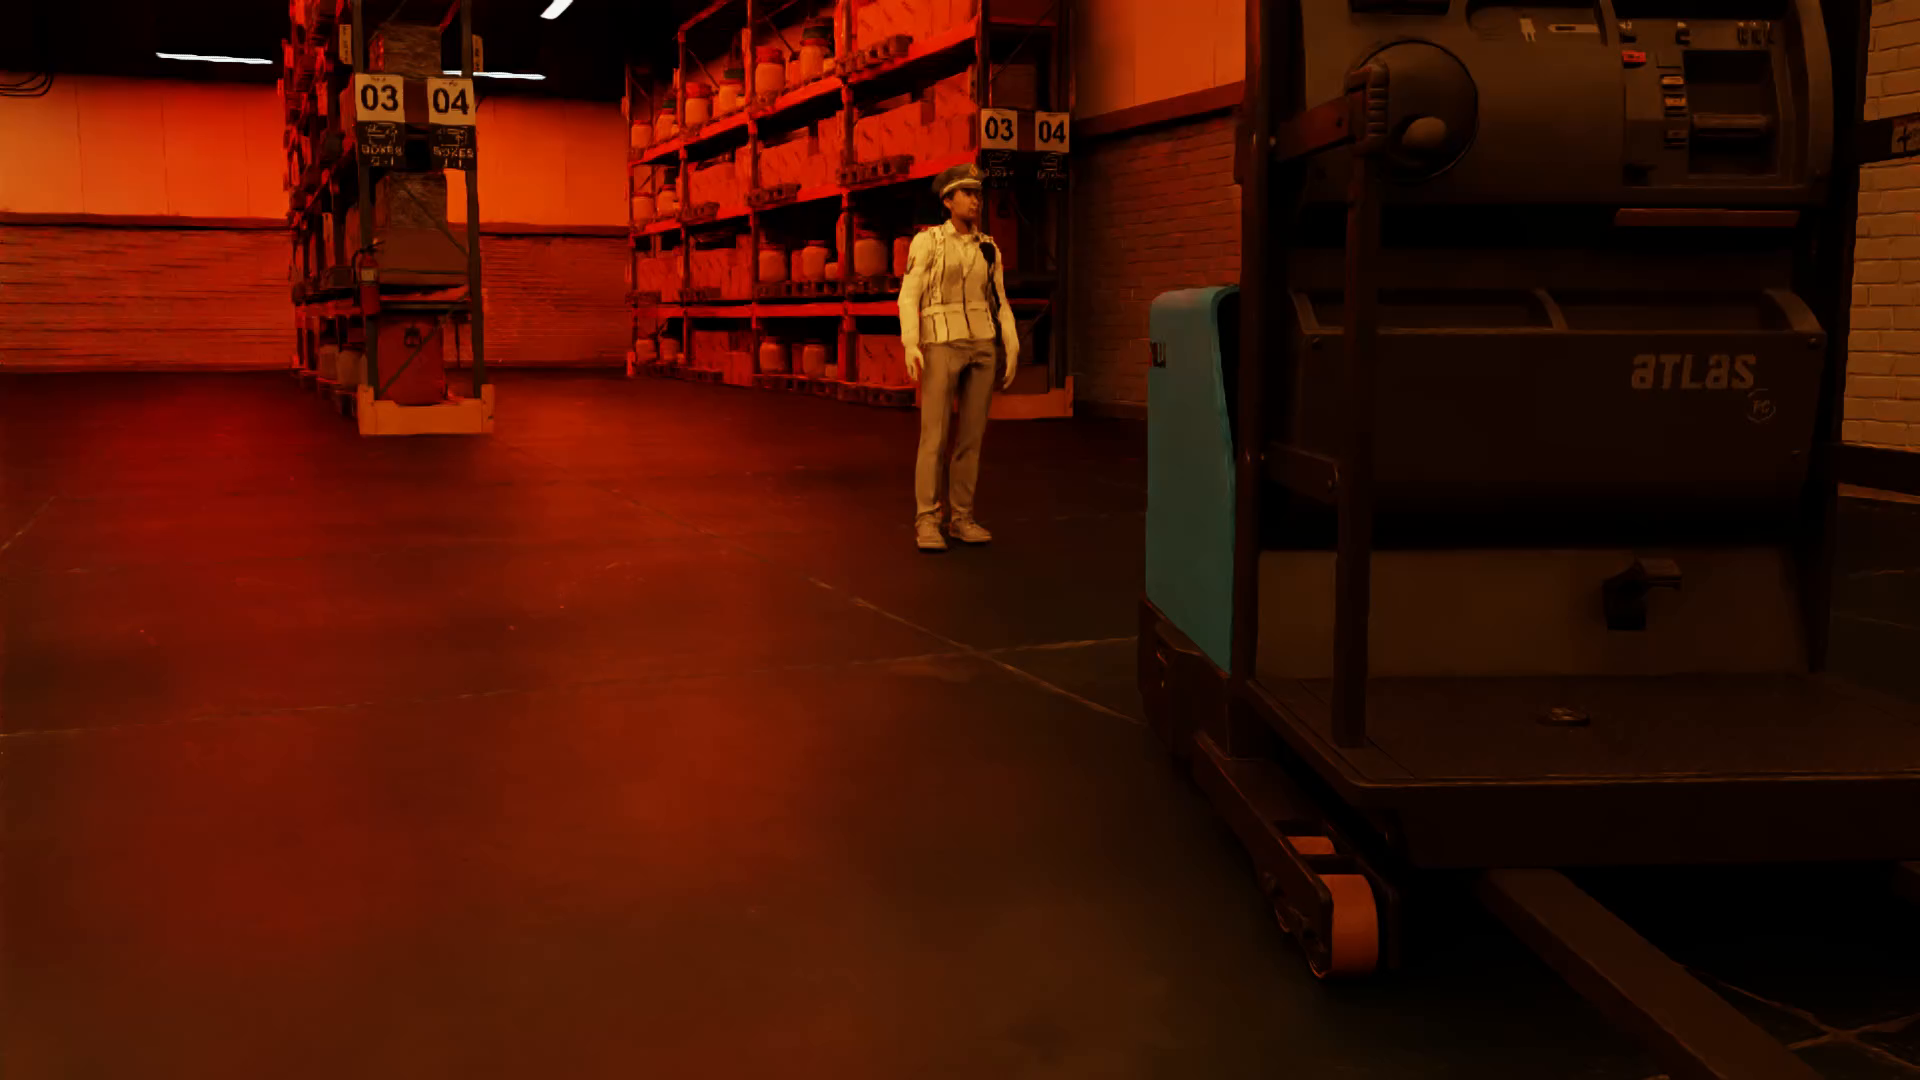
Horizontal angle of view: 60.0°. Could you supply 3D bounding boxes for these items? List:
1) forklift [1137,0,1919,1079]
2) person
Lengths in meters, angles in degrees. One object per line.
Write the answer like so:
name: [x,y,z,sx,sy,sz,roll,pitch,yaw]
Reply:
forklift: [1.065,-0.823,2.679,1.130,2.935,3.031,0,8,-4]
person: [0.020,-0.839,7.478,0.586,1.695,0.532,-3,8,-23]
